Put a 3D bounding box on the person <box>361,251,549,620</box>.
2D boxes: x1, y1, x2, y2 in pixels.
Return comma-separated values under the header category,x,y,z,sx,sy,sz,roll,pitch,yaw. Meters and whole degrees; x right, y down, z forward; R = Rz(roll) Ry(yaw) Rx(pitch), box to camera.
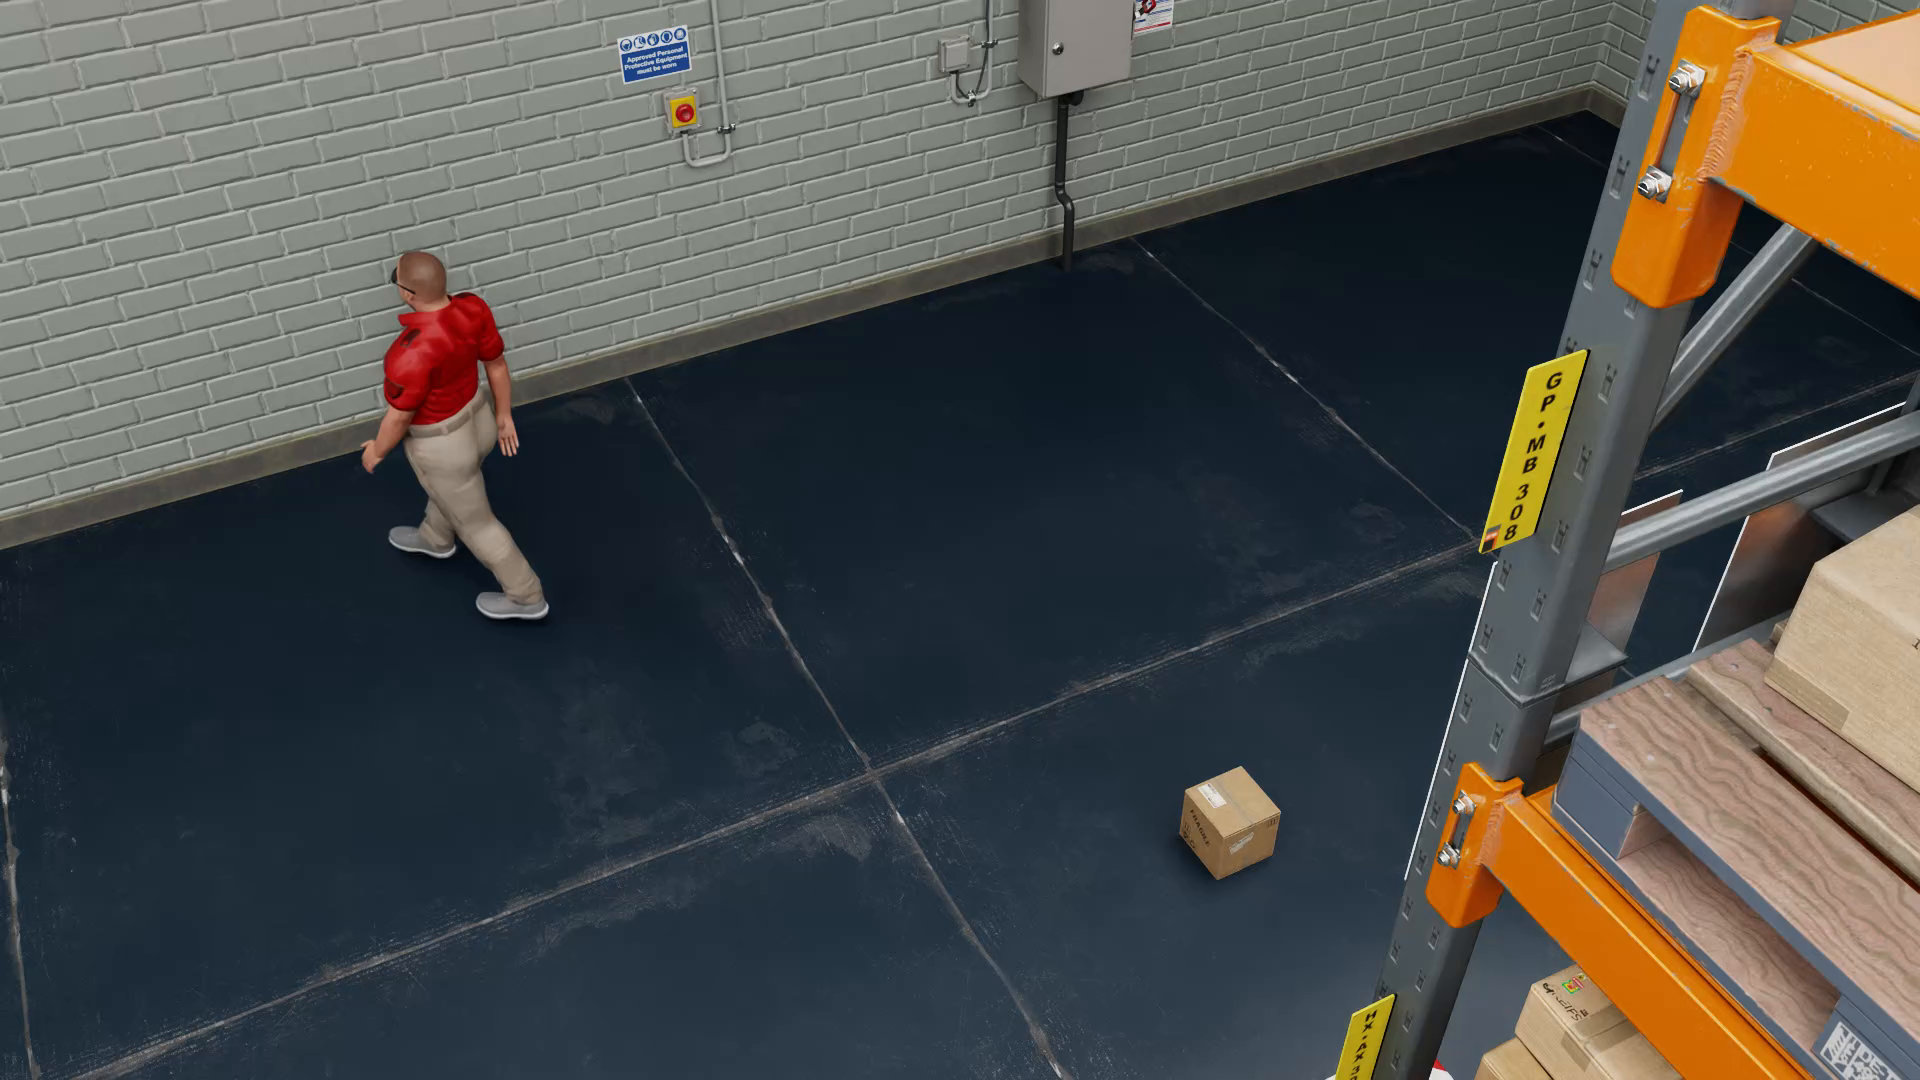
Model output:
category,x,y,z,sx,sy,sz,roll,pitch,yaw
person,-2.158,-0.437,6.655,0.897,1.688,0.539,12,42,13
